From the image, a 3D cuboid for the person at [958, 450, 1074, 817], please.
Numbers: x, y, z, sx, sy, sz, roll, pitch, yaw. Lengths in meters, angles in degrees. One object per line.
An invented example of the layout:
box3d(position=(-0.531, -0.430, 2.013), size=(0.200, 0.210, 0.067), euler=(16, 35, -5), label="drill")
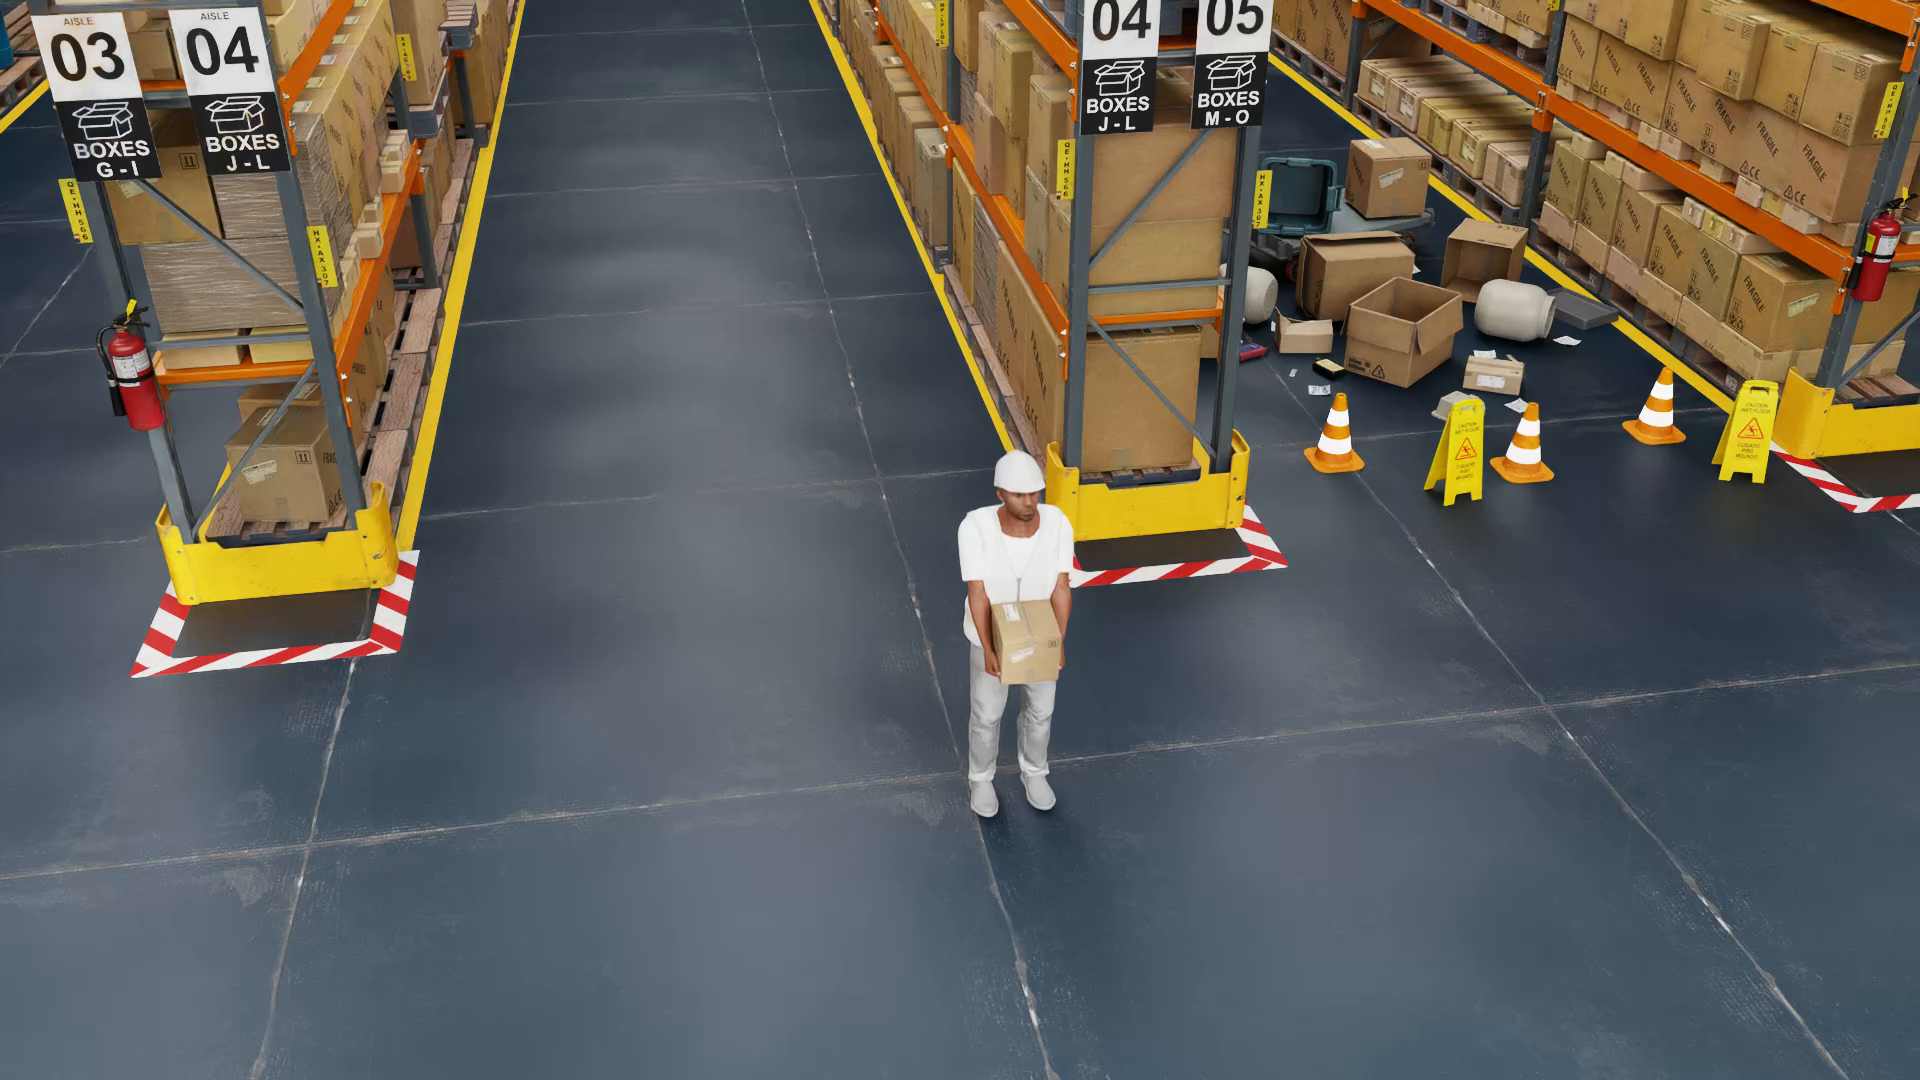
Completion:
box3d(position=(0.264, 0.471, 7.319), size=(0.504, 1.761, 0.581), euler=(-5, 31, -8), label="person")
